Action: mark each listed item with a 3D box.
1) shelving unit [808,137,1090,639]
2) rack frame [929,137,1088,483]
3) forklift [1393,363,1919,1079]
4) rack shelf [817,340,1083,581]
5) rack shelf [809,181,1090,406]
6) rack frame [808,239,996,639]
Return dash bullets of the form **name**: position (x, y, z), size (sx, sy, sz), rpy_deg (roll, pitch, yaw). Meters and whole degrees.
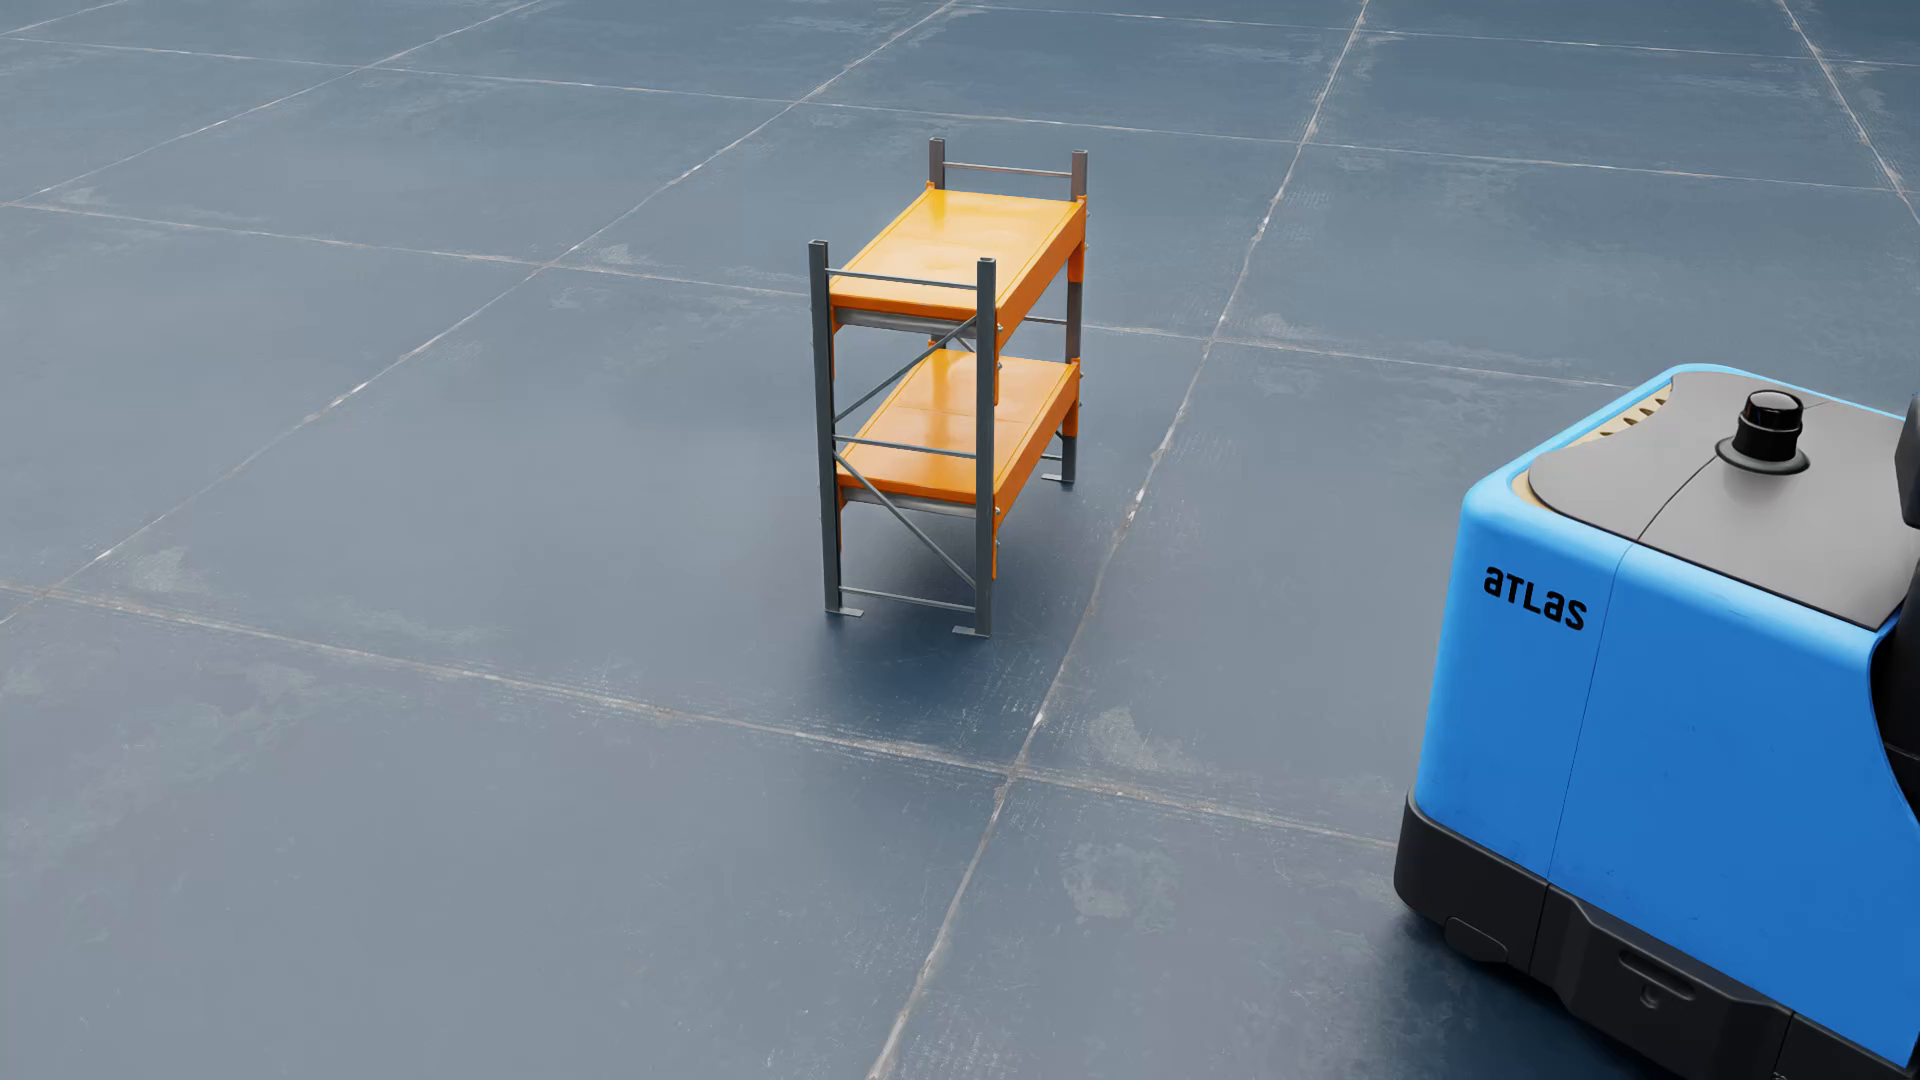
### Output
- **shelving unit**: position (-0.002, -0.488, 4.971), size (0.538, 1.125, 1.048), rpy_deg (8, 30, 15)
- **rack frame**: position (0.147, -0.725, 5.396), size (0.500, 1.125, 0.032), rpy_deg (8, 30, 15)
- **forklift**: position (2.350, -0.088, 2.393), size (1.130, 2.935, 3.031), rpy_deg (-25, 38, -37)
- **rack shelf**: position (-0.002, -0.275, 5.090), size (0.538, 0.278, 1.000), rpy_deg (8, 30, 15)
- **rack shelf**: position (-0.002, -0.744, 4.829), size (0.538, 0.278, 1.000), rpy_deg (8, 30, 15)
- **rack frame**: position (-0.151, -0.252, 4.546), size (0.500, 1.125, 0.032), rpy_deg (8, 30, 15)
